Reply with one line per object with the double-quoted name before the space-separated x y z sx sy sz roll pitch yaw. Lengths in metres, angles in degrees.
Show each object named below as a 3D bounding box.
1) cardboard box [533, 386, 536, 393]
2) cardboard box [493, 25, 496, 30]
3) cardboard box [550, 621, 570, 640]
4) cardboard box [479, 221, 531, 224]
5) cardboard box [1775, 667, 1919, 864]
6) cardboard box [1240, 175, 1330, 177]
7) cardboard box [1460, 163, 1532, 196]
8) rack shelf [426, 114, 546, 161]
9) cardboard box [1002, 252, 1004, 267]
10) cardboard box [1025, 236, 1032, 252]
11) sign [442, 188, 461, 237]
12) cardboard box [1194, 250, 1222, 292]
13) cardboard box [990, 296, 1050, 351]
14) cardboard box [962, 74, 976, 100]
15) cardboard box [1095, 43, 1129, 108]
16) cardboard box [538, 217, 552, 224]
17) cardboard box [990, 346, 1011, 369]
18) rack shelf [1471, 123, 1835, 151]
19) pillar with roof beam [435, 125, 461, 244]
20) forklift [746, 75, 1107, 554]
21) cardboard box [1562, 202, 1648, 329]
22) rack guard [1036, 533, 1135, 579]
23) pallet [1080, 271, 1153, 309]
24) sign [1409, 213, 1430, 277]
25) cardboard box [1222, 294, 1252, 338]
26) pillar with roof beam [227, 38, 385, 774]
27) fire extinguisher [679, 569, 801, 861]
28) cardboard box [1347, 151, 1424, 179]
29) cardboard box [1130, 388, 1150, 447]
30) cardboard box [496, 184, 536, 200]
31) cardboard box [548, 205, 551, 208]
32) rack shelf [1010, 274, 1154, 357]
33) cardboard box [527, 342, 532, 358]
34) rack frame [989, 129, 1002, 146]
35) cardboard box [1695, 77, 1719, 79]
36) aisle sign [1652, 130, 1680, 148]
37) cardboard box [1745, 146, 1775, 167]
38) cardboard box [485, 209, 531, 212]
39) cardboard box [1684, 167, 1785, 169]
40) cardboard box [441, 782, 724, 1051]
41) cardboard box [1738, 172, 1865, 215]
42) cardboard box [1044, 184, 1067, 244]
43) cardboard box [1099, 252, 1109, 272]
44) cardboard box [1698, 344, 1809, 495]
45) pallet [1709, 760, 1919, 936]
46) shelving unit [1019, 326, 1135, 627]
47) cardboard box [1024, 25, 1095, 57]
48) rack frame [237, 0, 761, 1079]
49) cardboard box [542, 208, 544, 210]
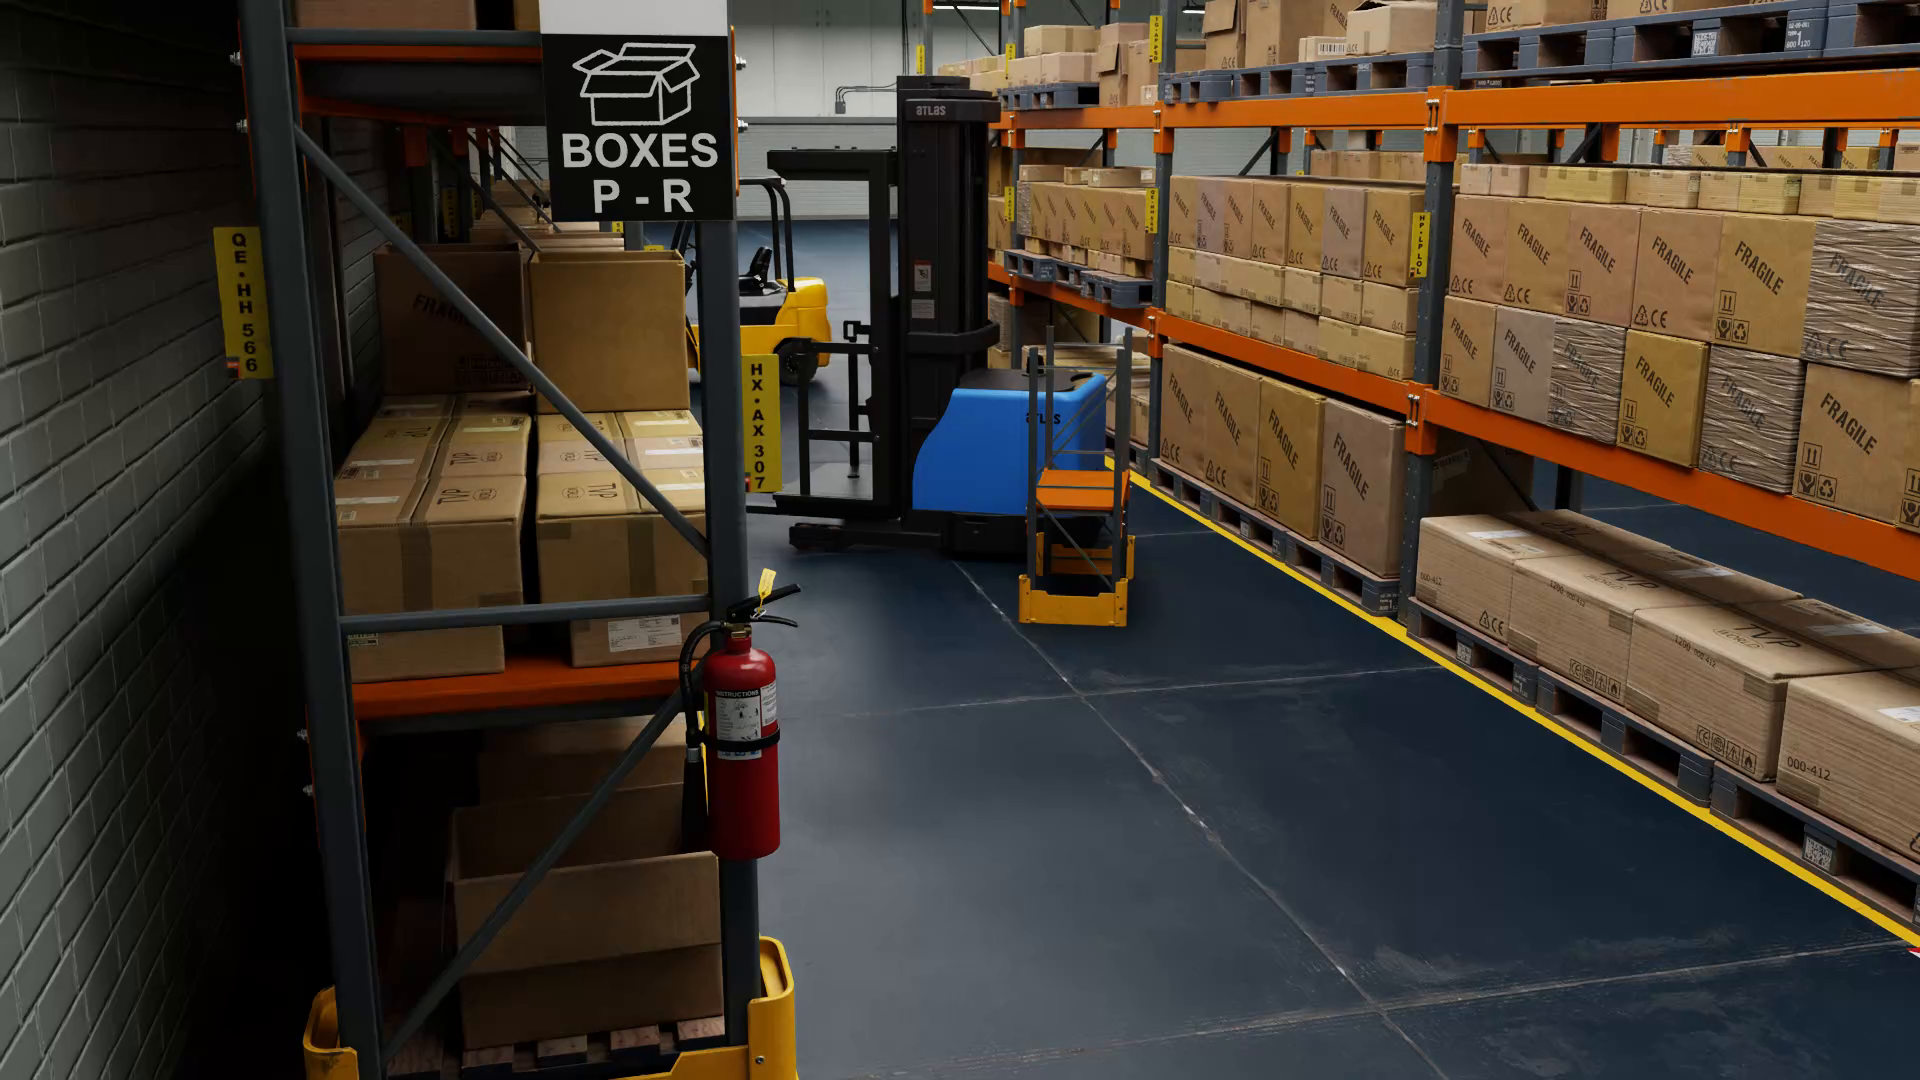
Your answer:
"cardboard box" -1.344 -0.481 6.264 0.500 0.250 0.500 -3 14 -14
"cardboard box" -1.736 -1.637 5.514 0.380 0.149 0.250 -3 14 -13
"cardboard box" -0.913 0.154 4.506 0.380 0.149 0.250 -3 14 -12
"cardboard box" -3.433 -2.328 12.560 0.380 0.149 0.250 -3 14 -14
"cardboard box" 3.574 0.796 5.864 0.875 0.438 0.875 -4 14 -15
"cardboard box" 2.323 -2.373 12.004 0.500 0.500 0.500 -4 14 -15
"cardboard box" 2.708 -1.783 8.221 0.380 0.149 0.250 -3 14 -14
"rack shelf" -2.407 -2.313 9.268 1.077 0.370 4.000 -3 14 -13
"cardboard box" 0.636 -2.802 16.604 0.380 0.149 0.250 -3 14 -14
"cardboard box" 0.830 -2.803 15.726 0.380 0.149 0.250 -3 14 -12
"sign" -3.416 -2.197 11.160 0.100 0.325 0.005 -3 14 -13
"cardboard box" 1.946 -1.864 11.499 0.500 0.250 0.500 -3 14 -12
"cardboard box" 0.608 -2.221 17.025 0.500 0.500 0.500 -3 14 -14
"cardboard box" 0.283 -4.834 17.760 0.500 0.250 0.500 -3 14 -12
"cardboard box" 1.561 -3.801 13.629 0.797 0.503 0.637 -3 14 -13
"cardboard box" -3.134 -2.472 13.146 0.380 0.149 0.250 -3 14 -13
"cardboard box" 0.607 -1.856 17.114 0.500 0.250 0.500 -3 14 -11
"rack shelf" 6.265 -3.812 15.406 1.077 0.370 4.000 -3 14 -13
"pillar with roof beam" -1.284 -6.455 18.388 9.100 9.000 0.400 -3 14 -13
"forklift" -0.603 -1.462 10.736 3.031 2.935 1.130 4 14 15
"cardboard box" 2.985 -1.196 7.186 0.500 0.500 0.500 -3 14 -12
"rack guard" 0.753 0.096 10.009 0.587 0.250 0.087 2 14 8
"pallet" 1.676 -2.009 13.235 1.213 0.211 1.003 -3 14 -13
"sign" 2.361 -1.513 8.525 0.100 0.325 0.005 -3 14 -13
"cardboard box" 2.073 -1.505 11.084 0.500 0.250 0.500 -3 14 -11
"pillar with roof beam" 1.534 -3.687 7.057 9.100 9.000 0.400 -3 14 -13
"fire extinguisher" -0.514 0.406 3.893 0.296 0.674 0.183 -3 14 -13
"cardboard box" 5.124 -4.340 19.779 0.875 0.550 0.550 -3 14 -13
"cardboard box" 1.824 -1.002 13.361 0.950 0.372 0.625 -4 14 -17
"cardboard box" -4.484 -3.511 16.776 0.380 0.149 0.250 -3 14 -12
"cardboard box" -3.636 -3.041 15.476 0.380 0.149 0.250 -4 14 -14
"rack shelf" 1.477 -2.056 14.537 1.077 0.370 4.000 -3 14 -13
"cardboard box" -2.084 -0.686 7.103 0.500 0.250 0.500 -3 14 -14
"rack frame" 0.068 -3.789 20.117 1.000 3.000 0.127 -3 14 -13
"cardboard box" 6.198 -4.134 14.299 0.500 0.311 0.500 -3 14 -13
"aisle sign" 9.395 -5.602 22.060 0.394 0.787 0.004 -3 14 -13
"cardboard box" 9.918 -4.532 20.215 0.500 0.500 0.500 -3 14 -13
"cardboard box" -3.930 -2.795 14.469 0.380 0.149 0.250 -4 14 -15
"cardboard box" 3.444 -1.579 7.386 0.380 0.149 0.250 -3 14 -14
"cardboard box" -1.050 1.042 4.719 0.797 0.503 0.637 -4 14 -15
"cardboard box" 3.194 -1.311 6.287 0.380 0.149 0.250 -3 14 -12
"cardboard box" 1.060 -2.909 14.792 0.500 0.500 0.500 -3 14 -14
"cardboard box" 1.354 -2.260 13.503 0.380 0.149 0.250 -4 14 -16
"cardboard box" 3.222 -0.478 6.353 0.500 0.500 0.500 -3 14 -12
"pallet" 3.562 1.076 6.077 1.003 0.211 1.213 -3 14 -13
"shelving unit" 0.684 -0.394 9.381 0.587 1.500 1.083 2 14 8
"cardboard box" 0.882 -4.426 14.781 0.500 0.250 0.500 -4 14 -14
"rack frame" -0.995 0.179 3.874 0.949 2.616 0.053 -3 14 -13
"cardboard box" -4.272 -3.341 18.073 0.500 0.500 0.500 -3 14 -11
